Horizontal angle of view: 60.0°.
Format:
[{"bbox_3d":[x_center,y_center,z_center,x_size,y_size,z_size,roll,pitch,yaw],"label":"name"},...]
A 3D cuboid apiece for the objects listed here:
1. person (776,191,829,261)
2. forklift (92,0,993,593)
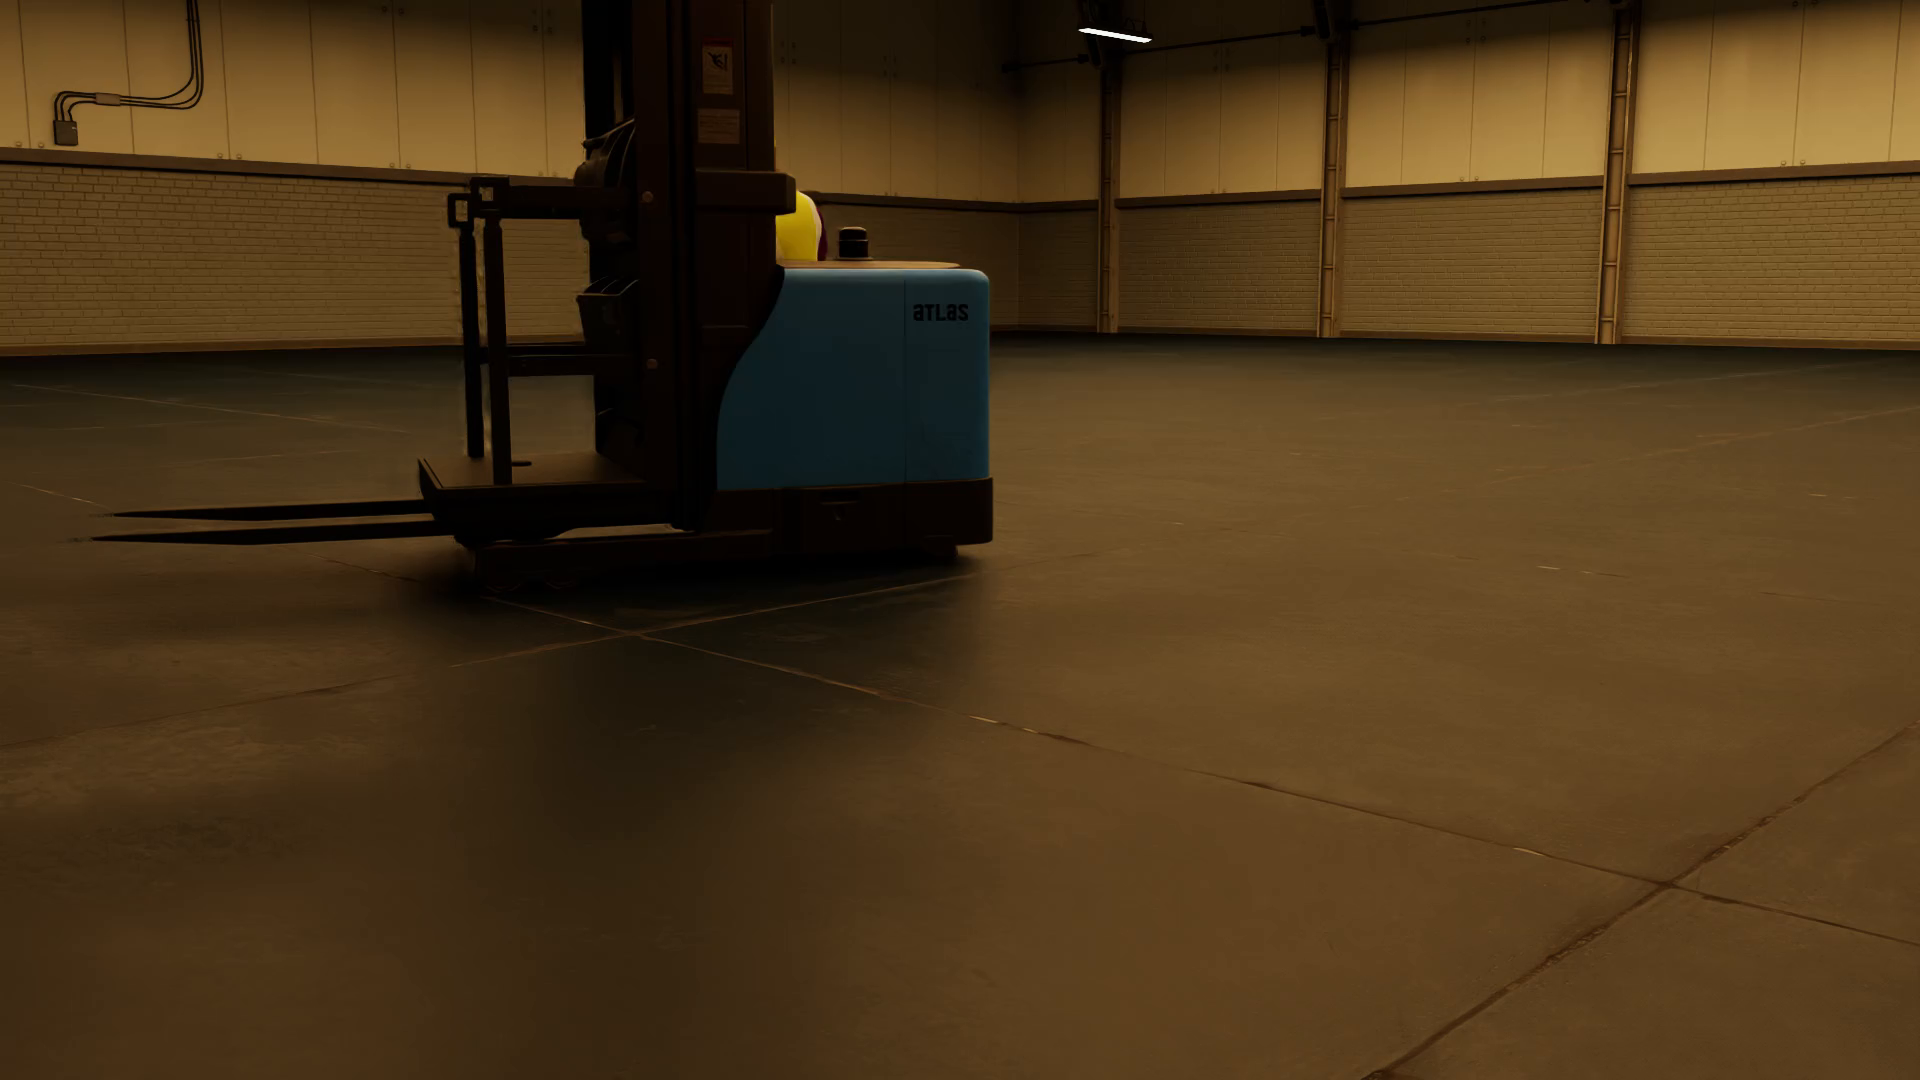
[{"bbox_3d":[-0.966,-0.884,7.036,0.967,1.613,0.917,4,10,26],"label":"person"},{"bbox_3d":[-1.449,-1.361,5.911,3.031,2.935,1.130,-3,9,-21],"label":"forklift"}]
